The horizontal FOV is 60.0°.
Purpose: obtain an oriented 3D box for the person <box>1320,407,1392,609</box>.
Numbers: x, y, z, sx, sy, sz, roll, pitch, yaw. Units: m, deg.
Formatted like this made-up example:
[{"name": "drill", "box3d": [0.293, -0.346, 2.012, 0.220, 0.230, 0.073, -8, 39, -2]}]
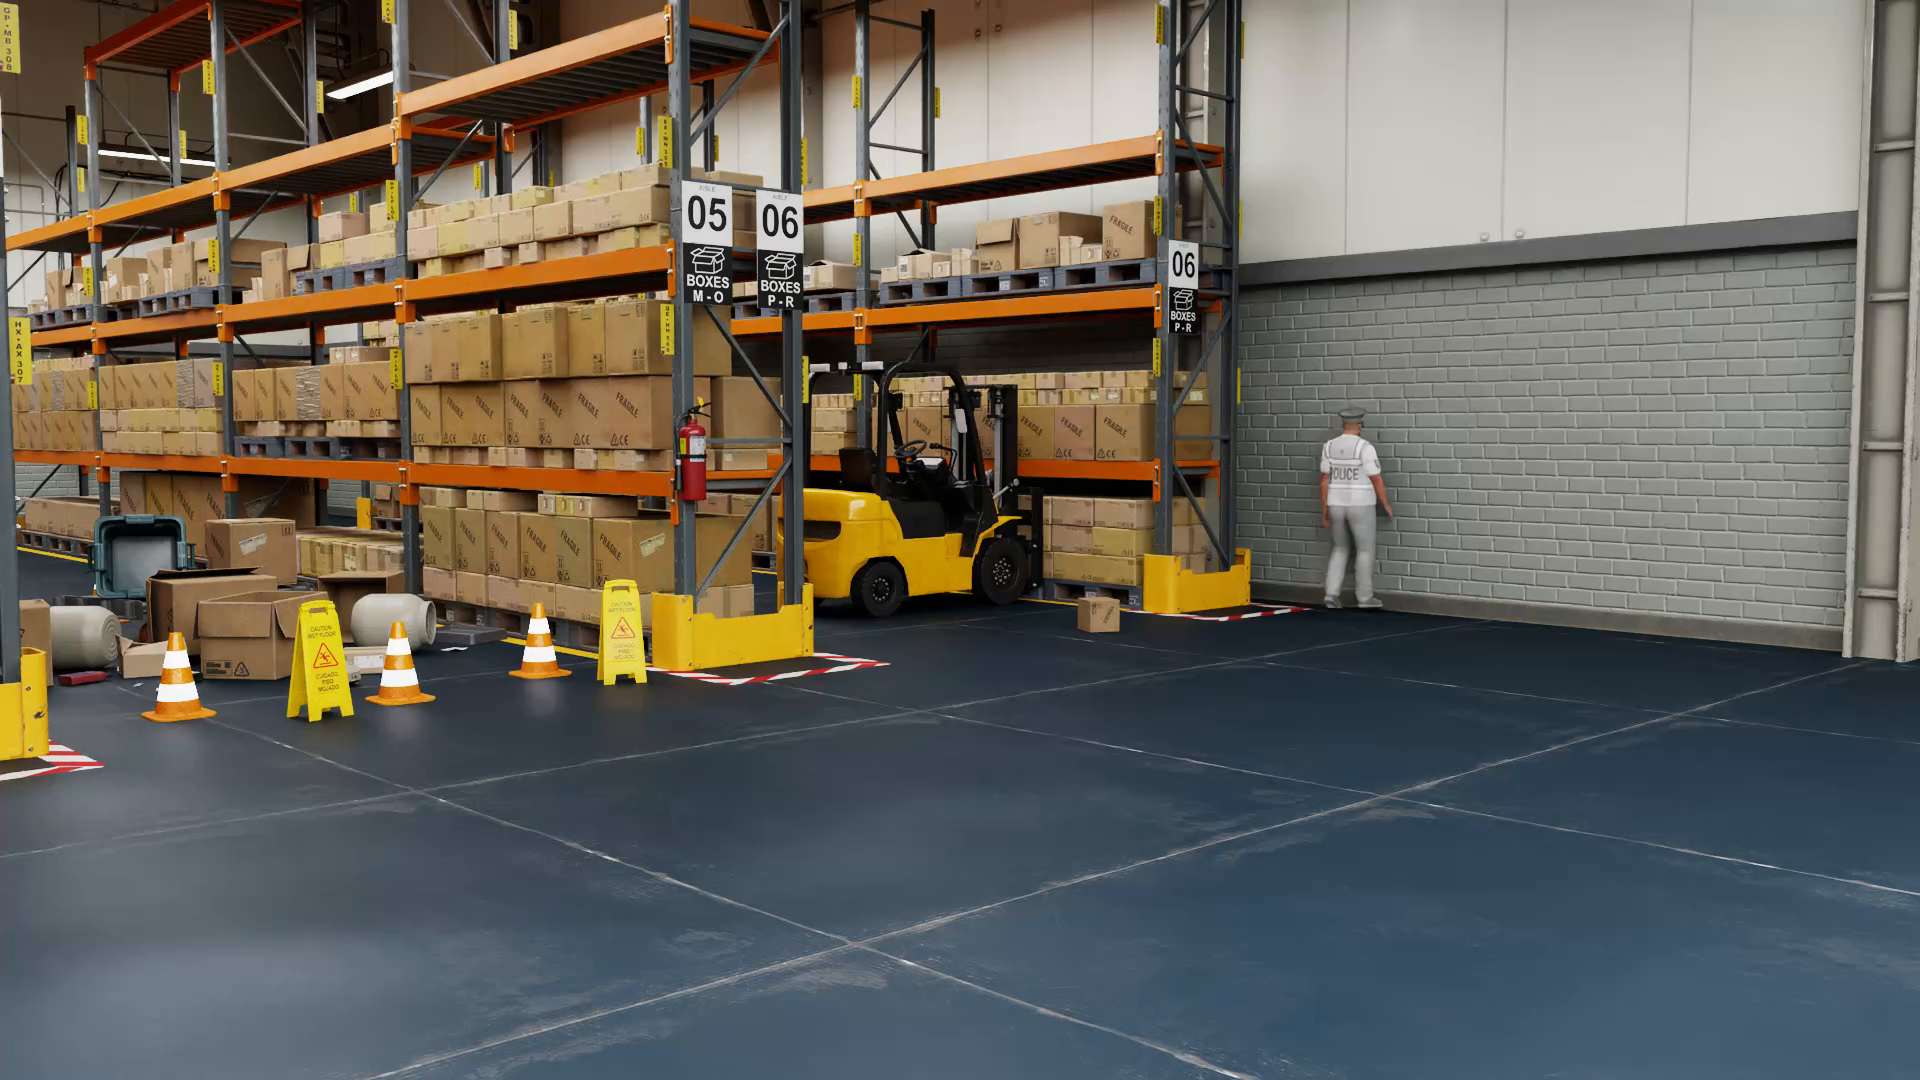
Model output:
[{"name": "person", "box3d": [3.472, -0.249, 14.542, 0.522, 1.829, 0.558, -4, 5, -43]}]
